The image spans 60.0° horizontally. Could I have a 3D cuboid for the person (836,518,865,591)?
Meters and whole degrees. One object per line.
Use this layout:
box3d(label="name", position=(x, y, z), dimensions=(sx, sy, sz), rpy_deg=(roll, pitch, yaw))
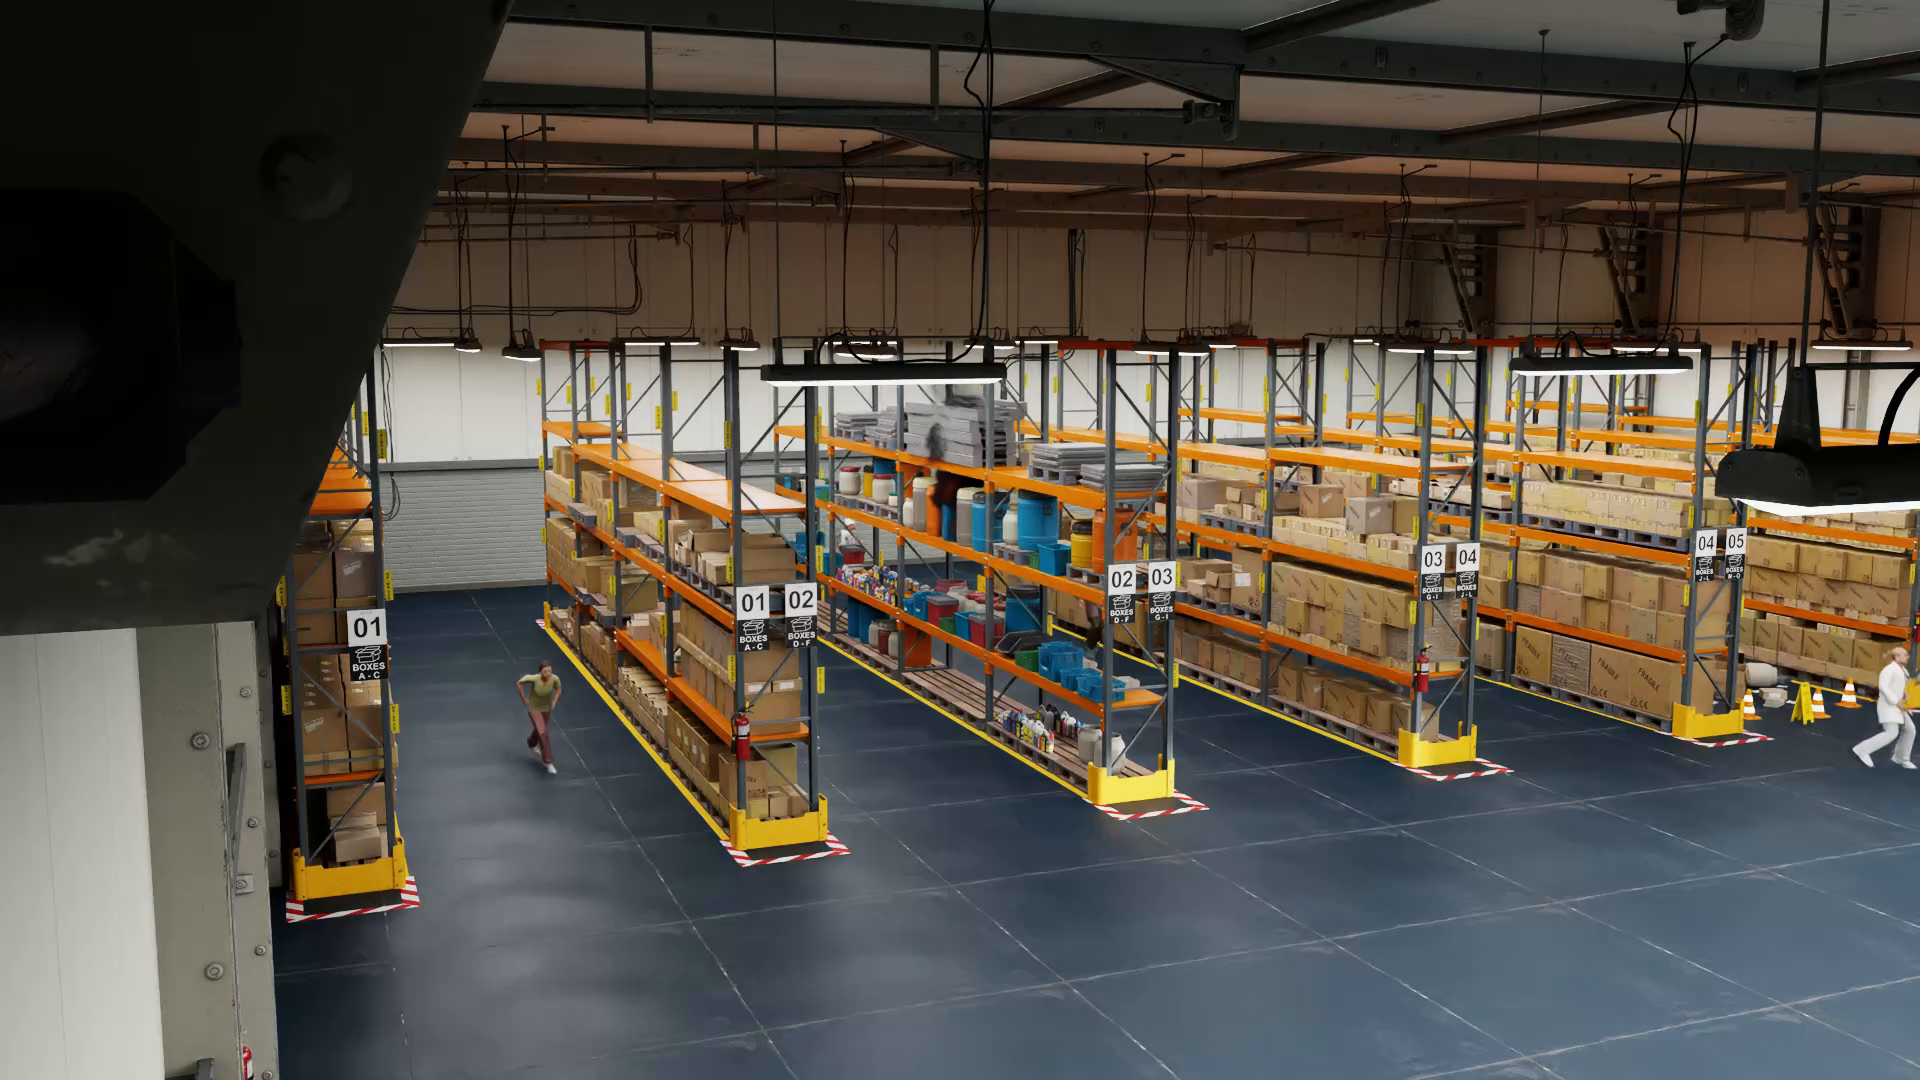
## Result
box3d(label="person", position=(-2.655, 0.371, 39.181), dimensions=(0.852, 1.816, 0.678), rpy_deg=(-2, 8, -14))

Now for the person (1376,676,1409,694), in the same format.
box3d(label="person", position=(7.570, 1.700, 28.852), dimensions=(0.623, 1.836, 0.856), rpy_deg=(-4, 9, -30))

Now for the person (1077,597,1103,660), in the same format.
box3d(label="person", position=(2.509, 1.262, 30.506), dimensions=(0.670, 1.827, 0.804), rpy_deg=(-3, 8, -24))

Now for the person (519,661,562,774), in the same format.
box3d(label="person", position=(-6.007, 2.476, 23.775), dimensions=(0.607, 1.625, 0.994), rpy_deg=(-4, 8, -29))

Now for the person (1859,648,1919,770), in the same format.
box3d(label="person", position=(13.327, 2.420, 23.740), dimensions=(0.739, 1.780, 0.903), rpy_deg=(5, 9, 36))
